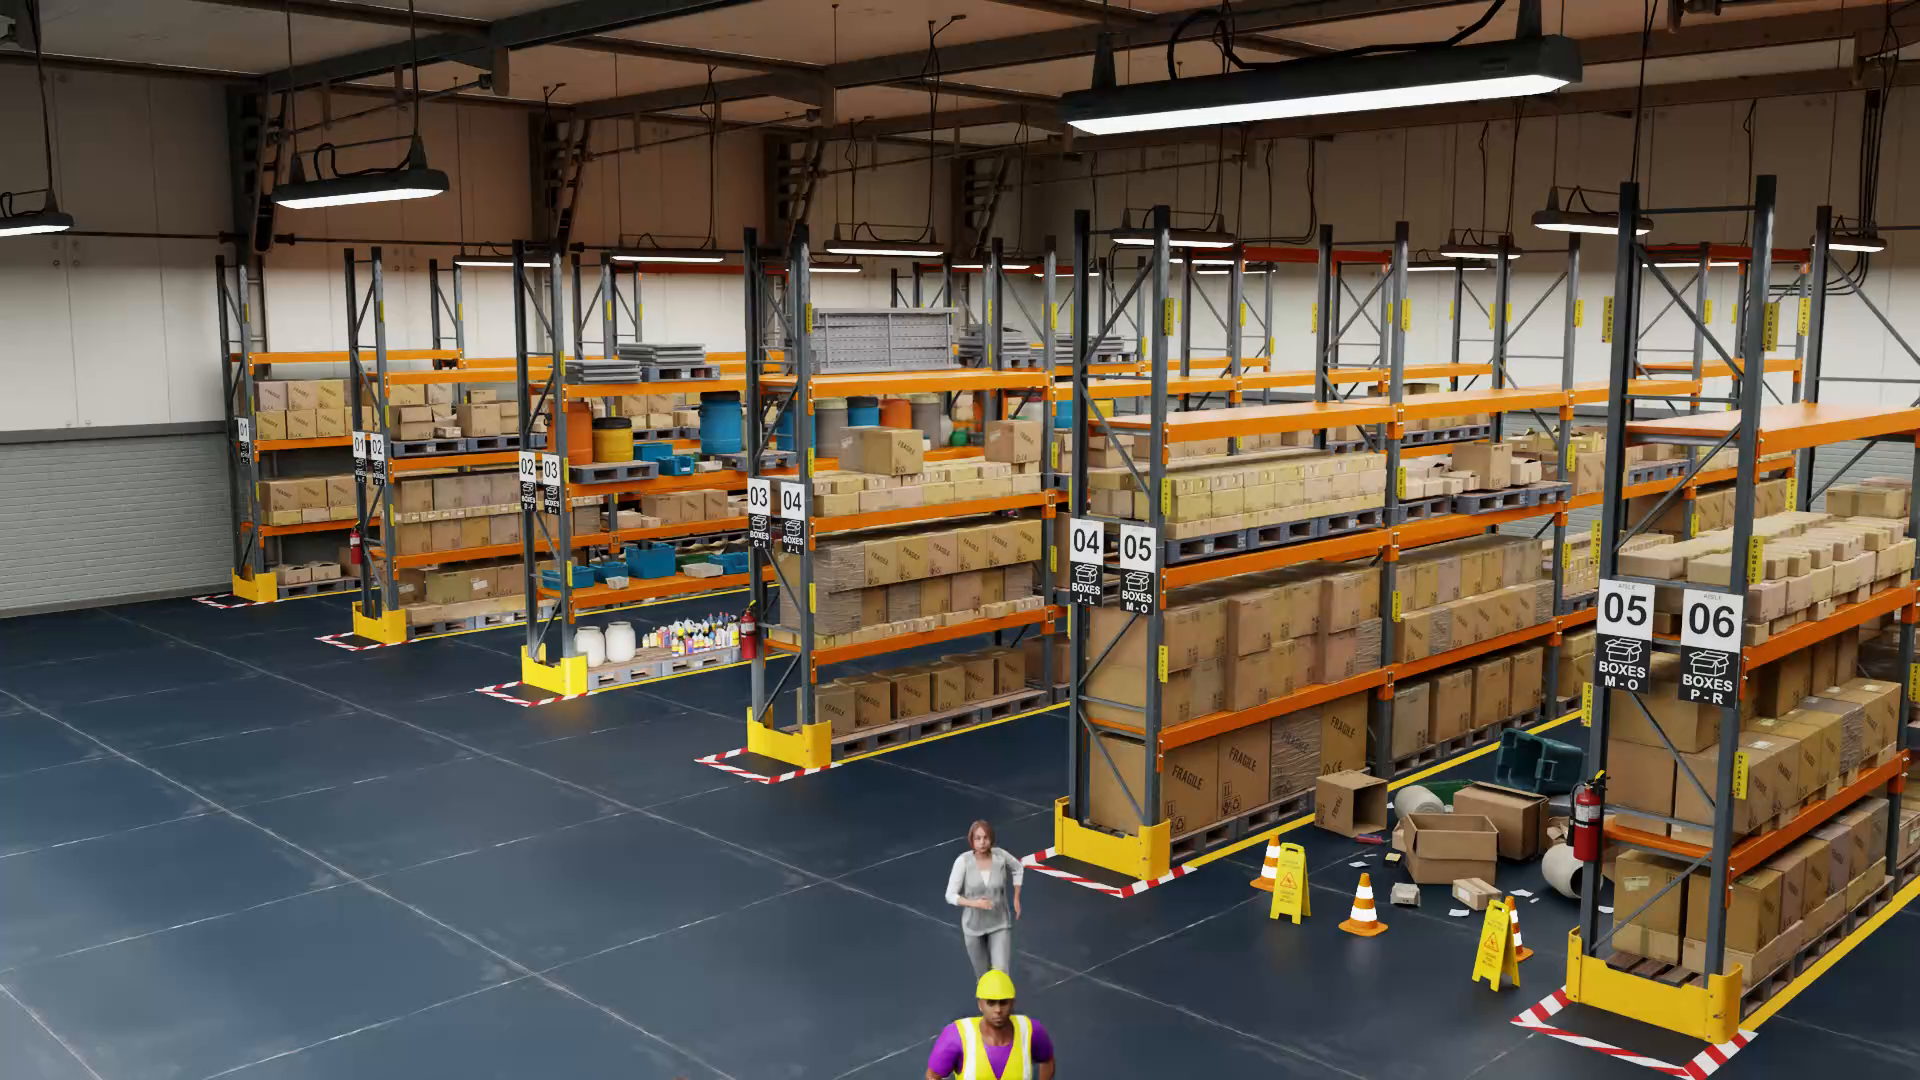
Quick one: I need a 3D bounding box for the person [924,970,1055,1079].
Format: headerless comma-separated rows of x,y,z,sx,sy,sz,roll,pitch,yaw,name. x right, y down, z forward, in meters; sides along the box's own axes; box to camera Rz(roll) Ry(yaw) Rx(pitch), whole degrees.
0.164,3.087,8.714,0.703,1.758,0.853,0,8,-3,person

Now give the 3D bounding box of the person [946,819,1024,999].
0.176,2.744,11.672,0.528,1.644,0.662,1,8,4,person
